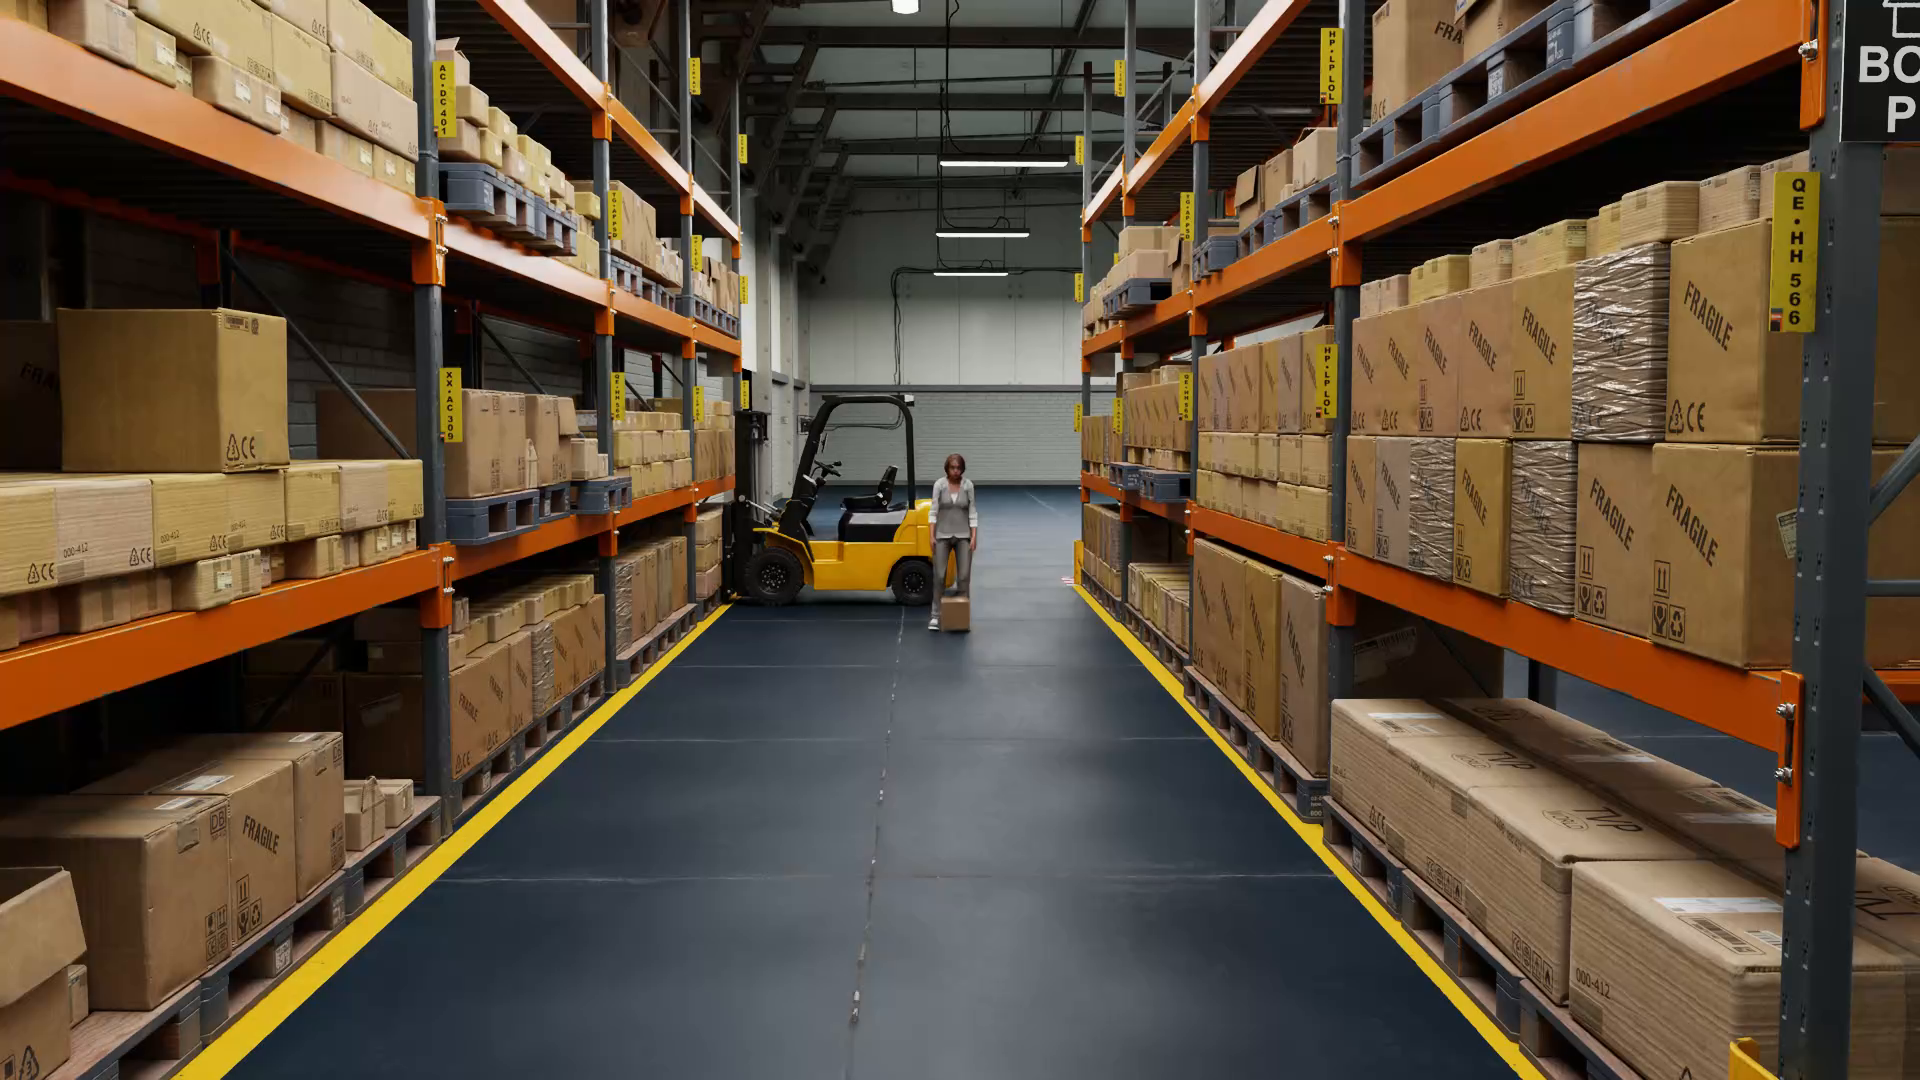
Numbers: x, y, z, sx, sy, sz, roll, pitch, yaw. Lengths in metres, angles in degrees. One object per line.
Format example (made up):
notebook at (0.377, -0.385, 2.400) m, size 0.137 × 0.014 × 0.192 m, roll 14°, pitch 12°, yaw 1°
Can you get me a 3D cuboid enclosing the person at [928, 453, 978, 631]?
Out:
person at (-0.062, 0.014, 15.028) m, size 0.459 × 1.594 × 0.374 m, roll 0°, pitch 4°, yaw -3°
